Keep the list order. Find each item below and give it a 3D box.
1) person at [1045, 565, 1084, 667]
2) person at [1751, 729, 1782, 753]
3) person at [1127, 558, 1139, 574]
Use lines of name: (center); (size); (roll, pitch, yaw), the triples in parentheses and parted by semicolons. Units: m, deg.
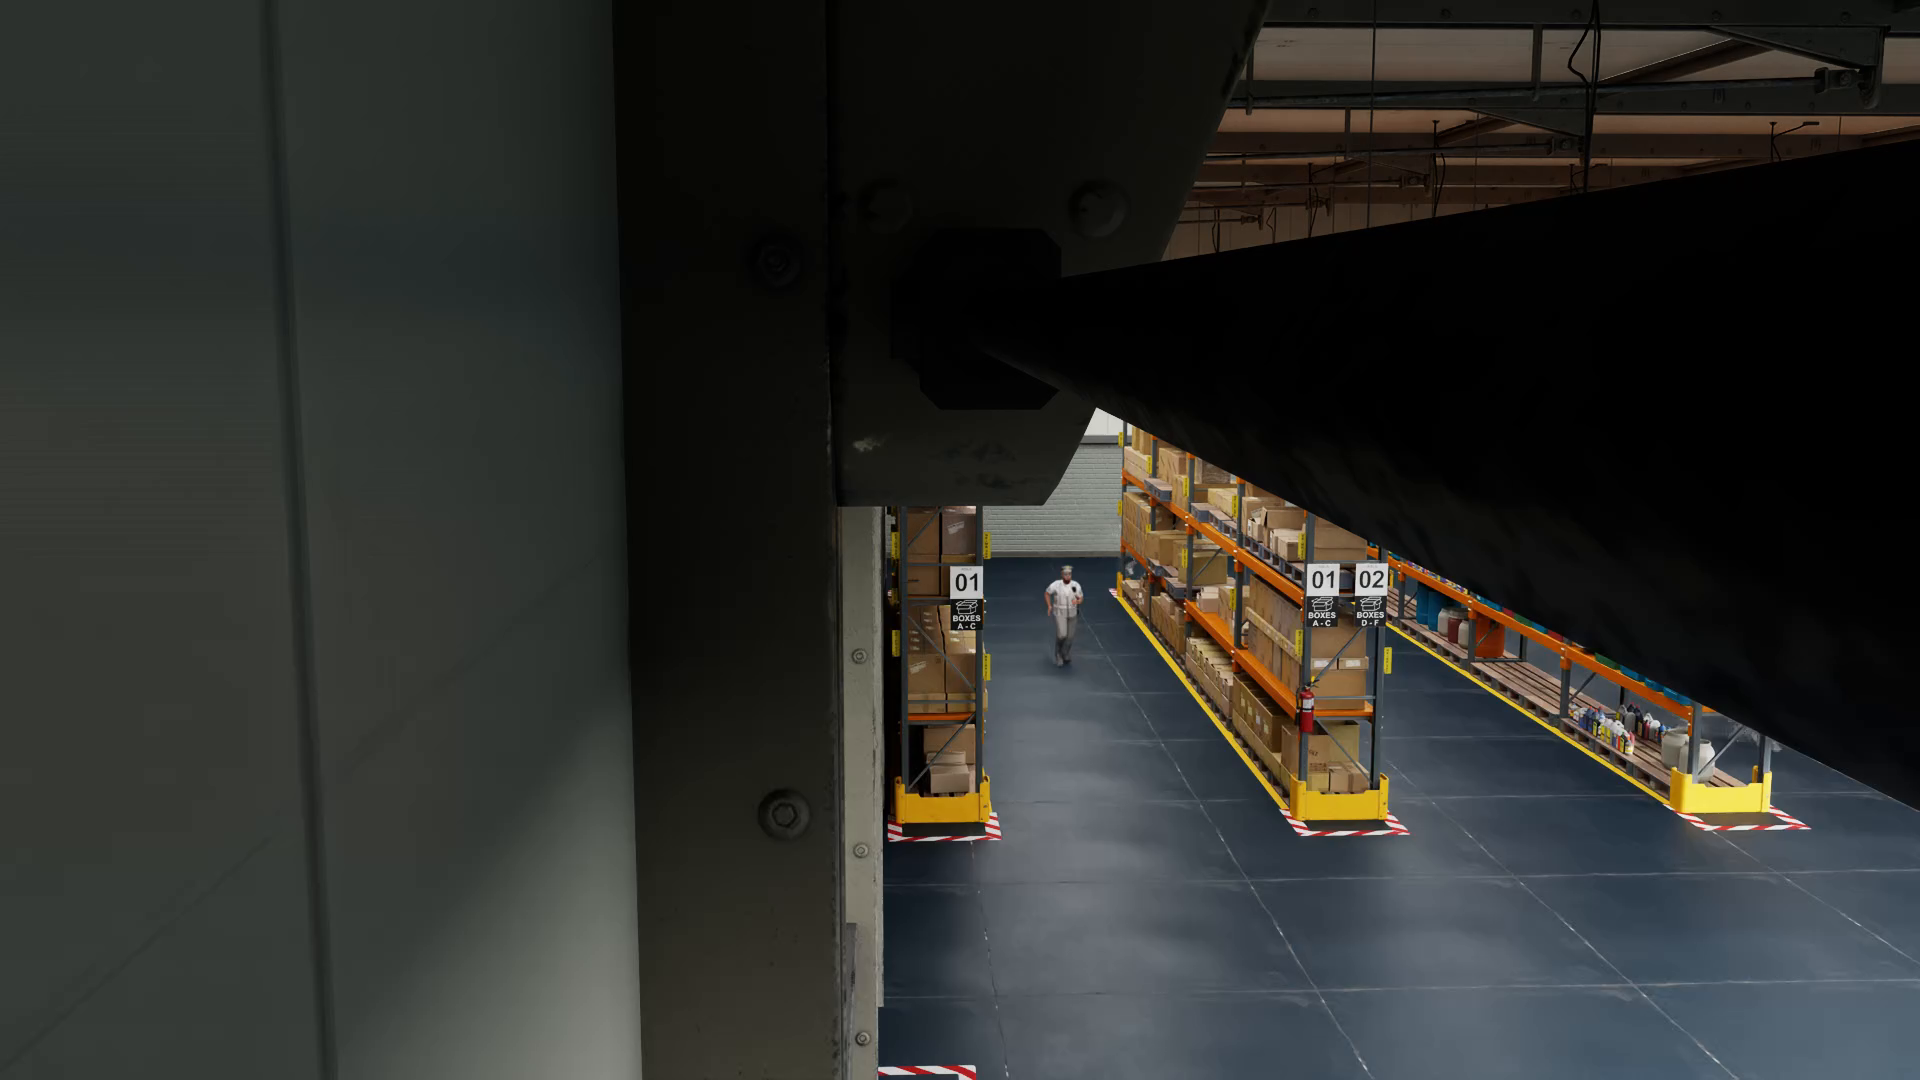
person: (1.869, 1.348, 29.353); (0.636, 1.820, 0.726); (-2, 8, -12)
person: (11.694, 2.191, 23.803); (0.814, 1.694, 0.637); (0, 8, 3)
person: (4.278, 0.167, 38.679); (0.884, 1.550, 0.578); (7, 11, 41)
